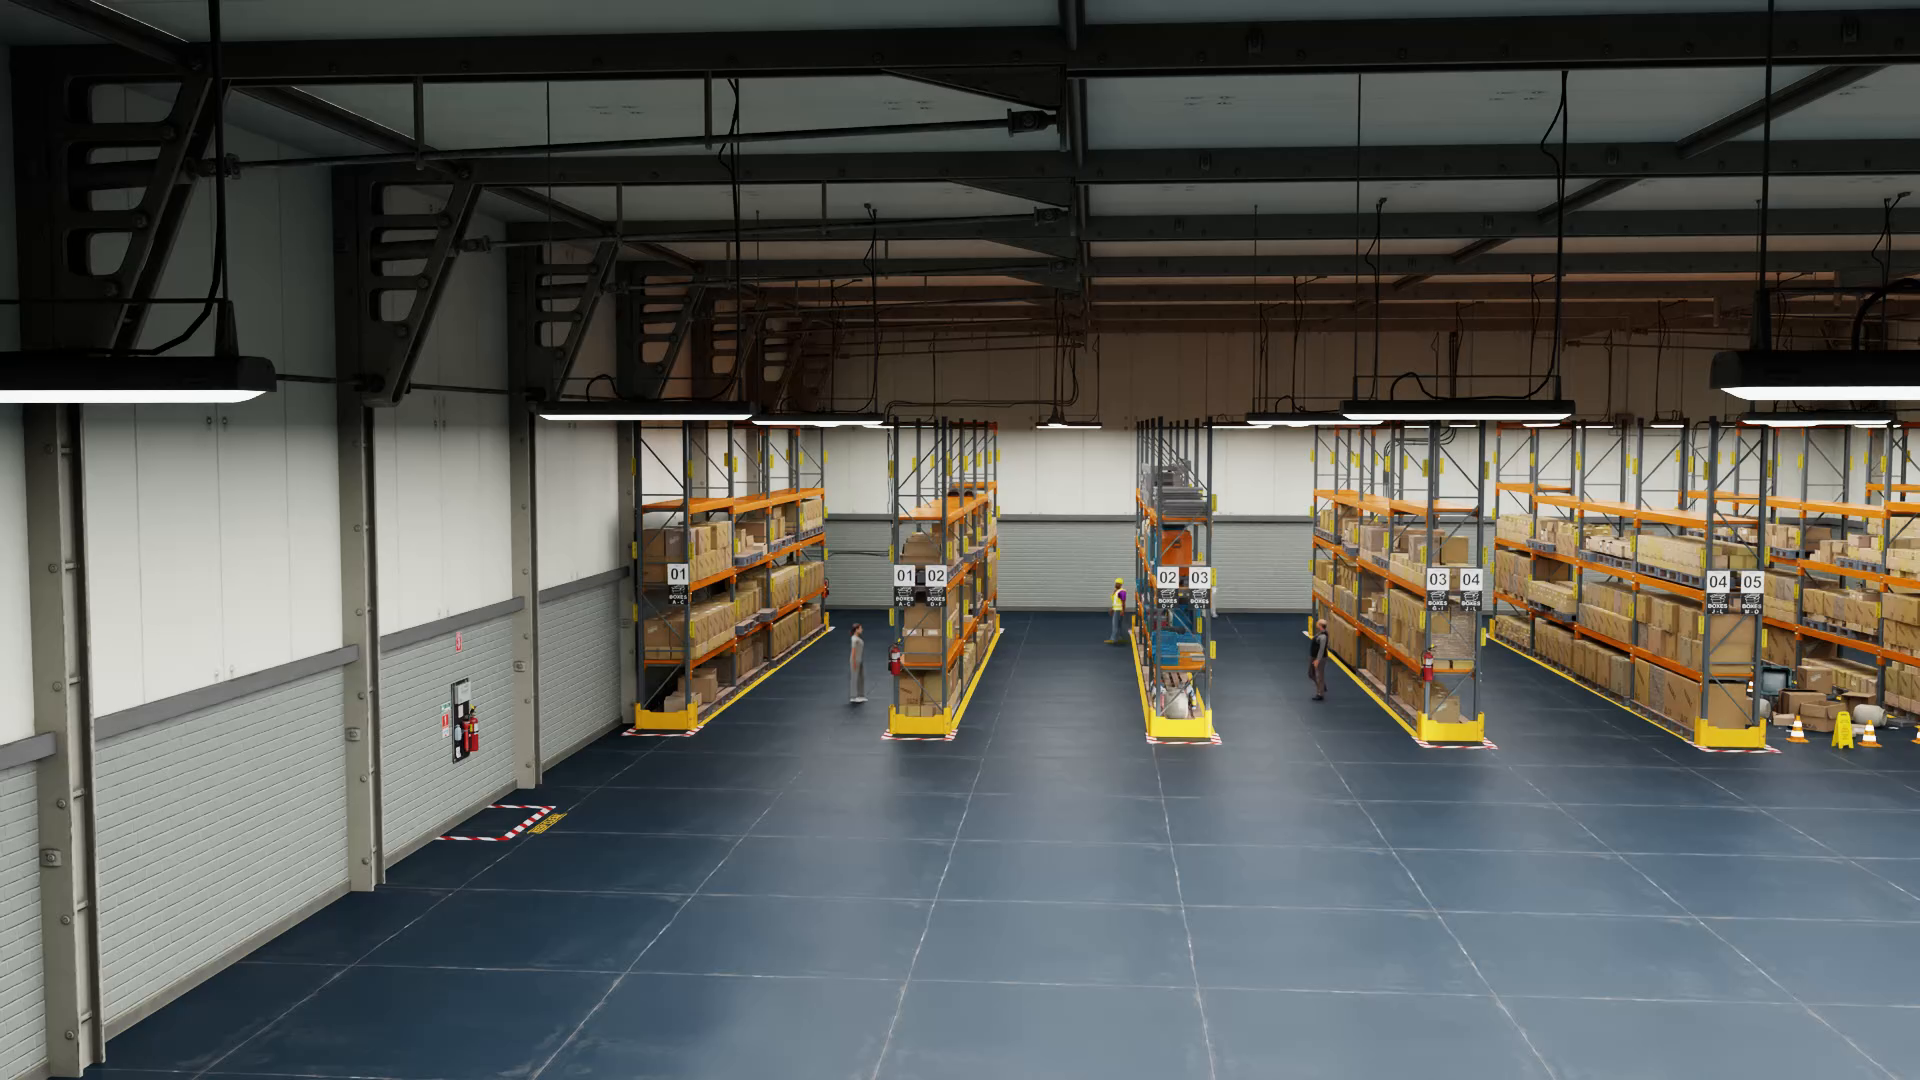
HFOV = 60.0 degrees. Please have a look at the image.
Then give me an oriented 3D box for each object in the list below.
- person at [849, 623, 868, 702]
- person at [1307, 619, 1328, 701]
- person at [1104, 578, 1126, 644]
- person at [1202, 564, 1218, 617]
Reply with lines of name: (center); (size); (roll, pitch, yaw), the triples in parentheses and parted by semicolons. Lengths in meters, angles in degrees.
person: (-2.159, 2.609, 35.253); (0.385, 1.714, 0.515); (1, 4, 9)
person: (7.683, 2.539, 35.533); (0.451, 1.718, 0.621); (0, 4, -4)
person: (4.201, 1.907, 45.053); (0.625, 1.763, 0.580); (0, 4, 1)
person: (7.685, 1.541, 51.293); (0.512, 1.686, 0.532); (0, 4, -7)
